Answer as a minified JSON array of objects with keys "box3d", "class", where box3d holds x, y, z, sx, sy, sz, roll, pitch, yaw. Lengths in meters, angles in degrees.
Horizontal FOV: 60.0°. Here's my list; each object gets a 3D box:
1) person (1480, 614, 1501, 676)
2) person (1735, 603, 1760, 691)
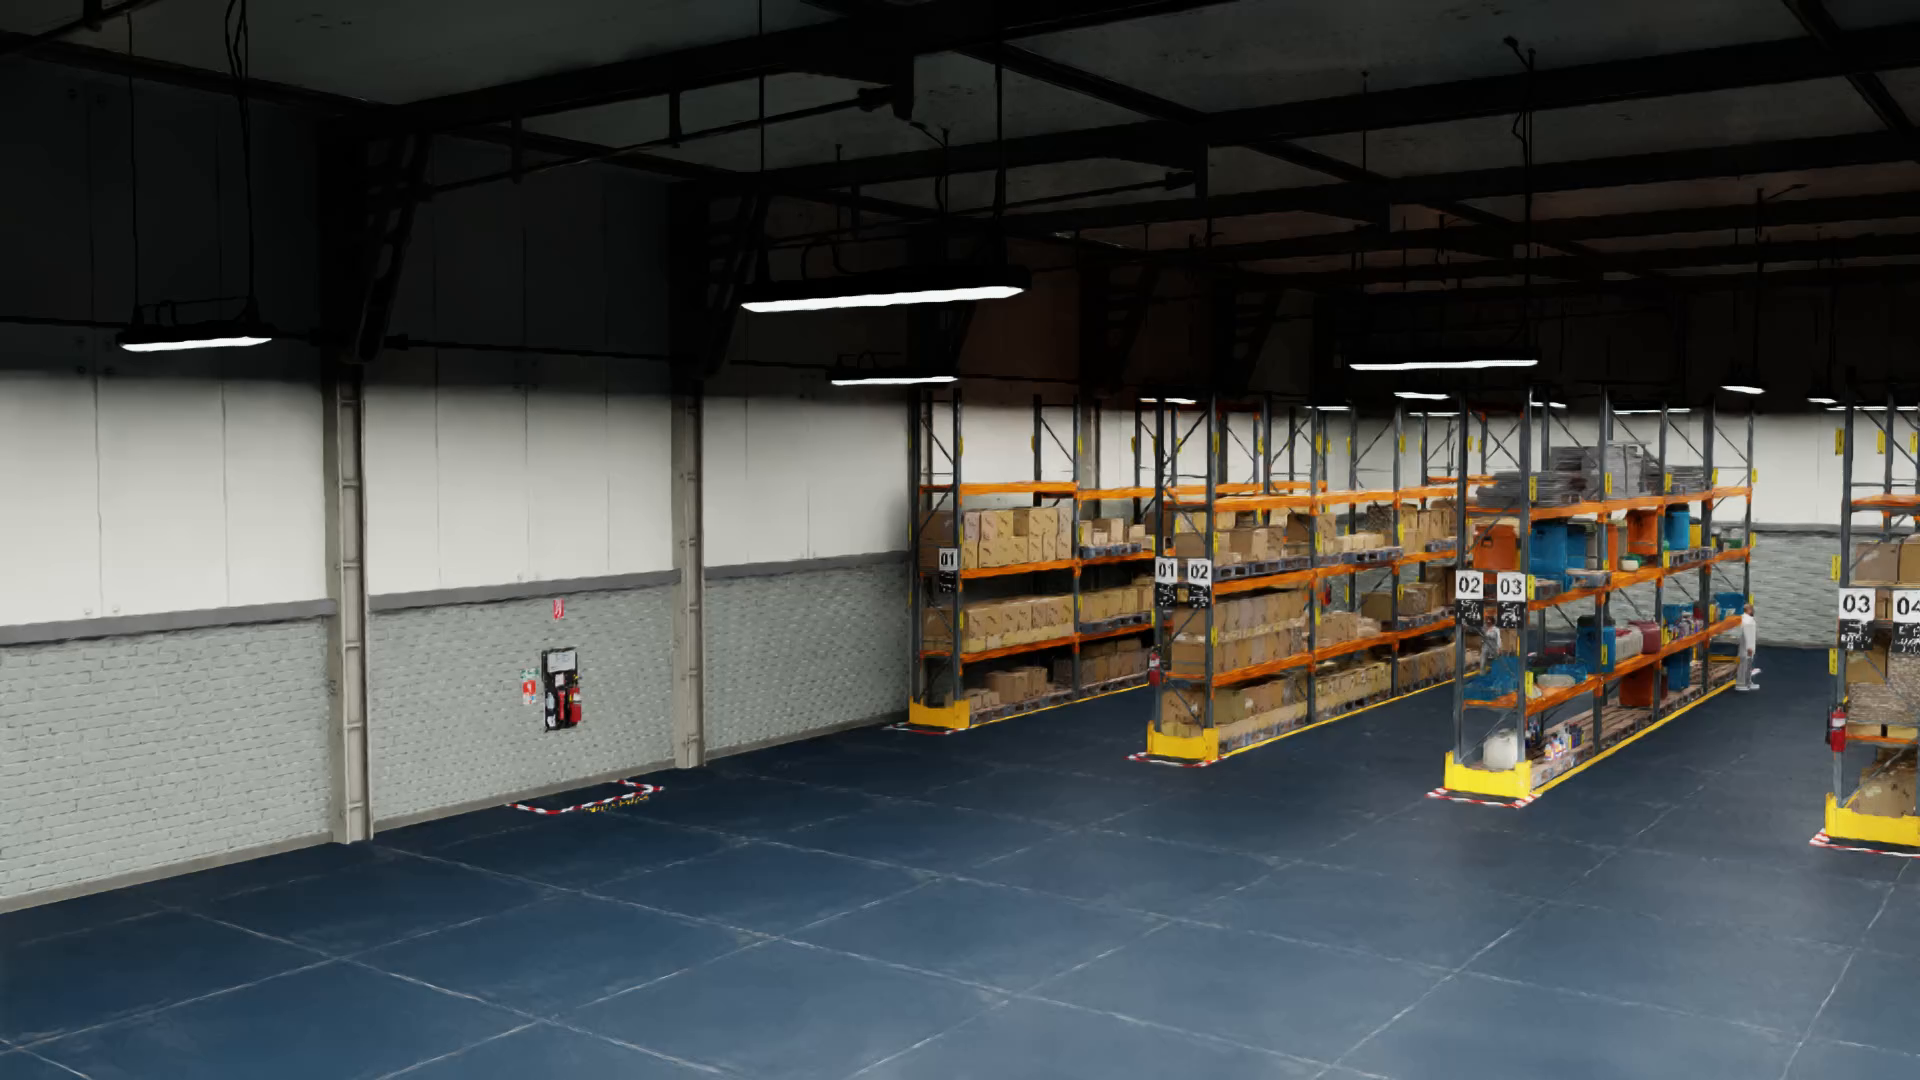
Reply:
[{"box3d":[10.965,2.273,34.326,0.415,1.517,1.041,2,4,33],"class":"person"},{"box3d":[16.049,2.161,33.852,0.440,1.785,0.701,2,4,28],"class":"person"}]
